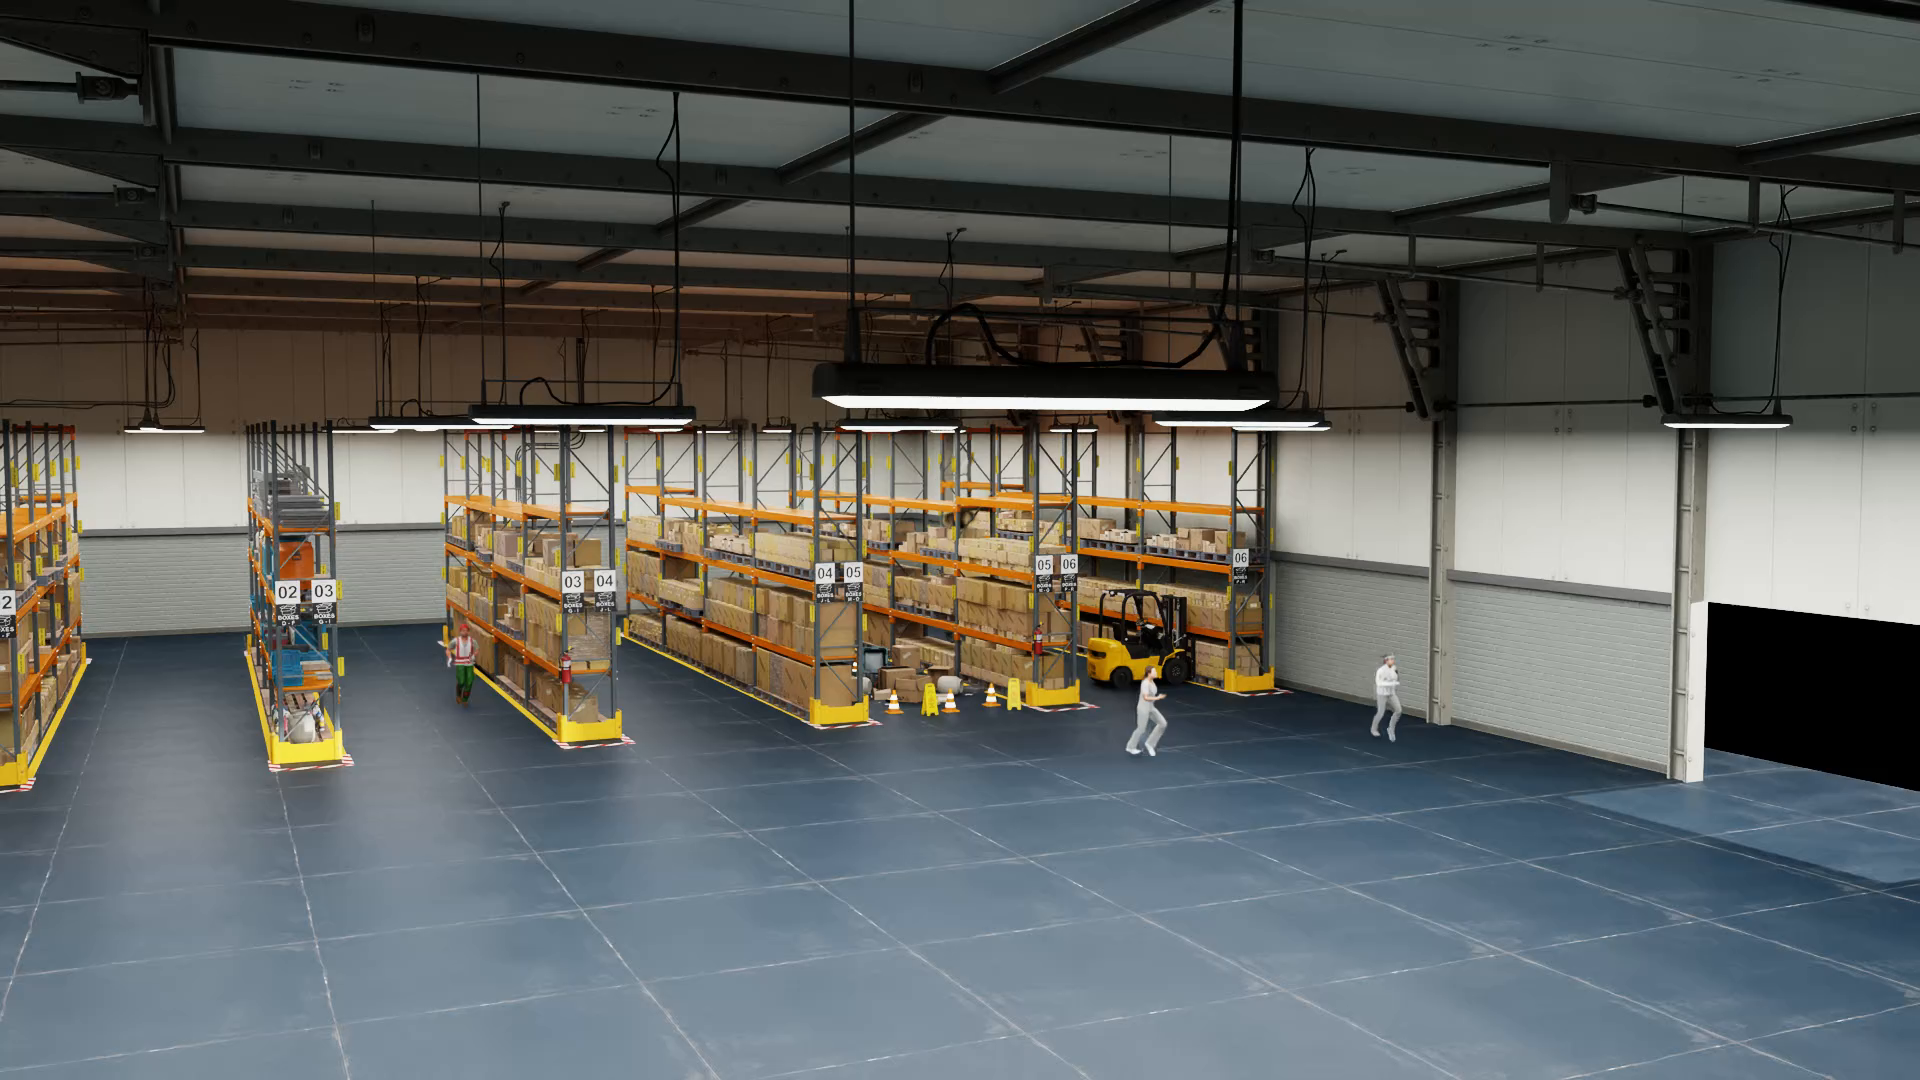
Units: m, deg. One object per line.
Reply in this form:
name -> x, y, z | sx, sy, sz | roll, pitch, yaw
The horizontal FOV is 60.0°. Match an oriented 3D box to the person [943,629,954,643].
person -> -0.254, 2.136, 45.145 | 0.541, 1.560, 0.549 | -2, 4, -32

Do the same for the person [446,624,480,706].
person -> -10.437, 2.647, 35.039 | 0.661, 1.739, 0.592 | -2, 4, -28

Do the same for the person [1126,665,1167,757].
person -> 3.319, 3.033, 29.595 | 0.791, 1.645, 0.591 | 2, 4, 28

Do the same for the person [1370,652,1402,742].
person -> 8.015, 2.928, 31.264 | 0.639, 1.700, 0.804 | -2, 4, -28

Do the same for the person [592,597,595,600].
person -> -10.433, 1.915, 47.909 | 0.615, 1.630, 0.861 | 3, 5, 39
